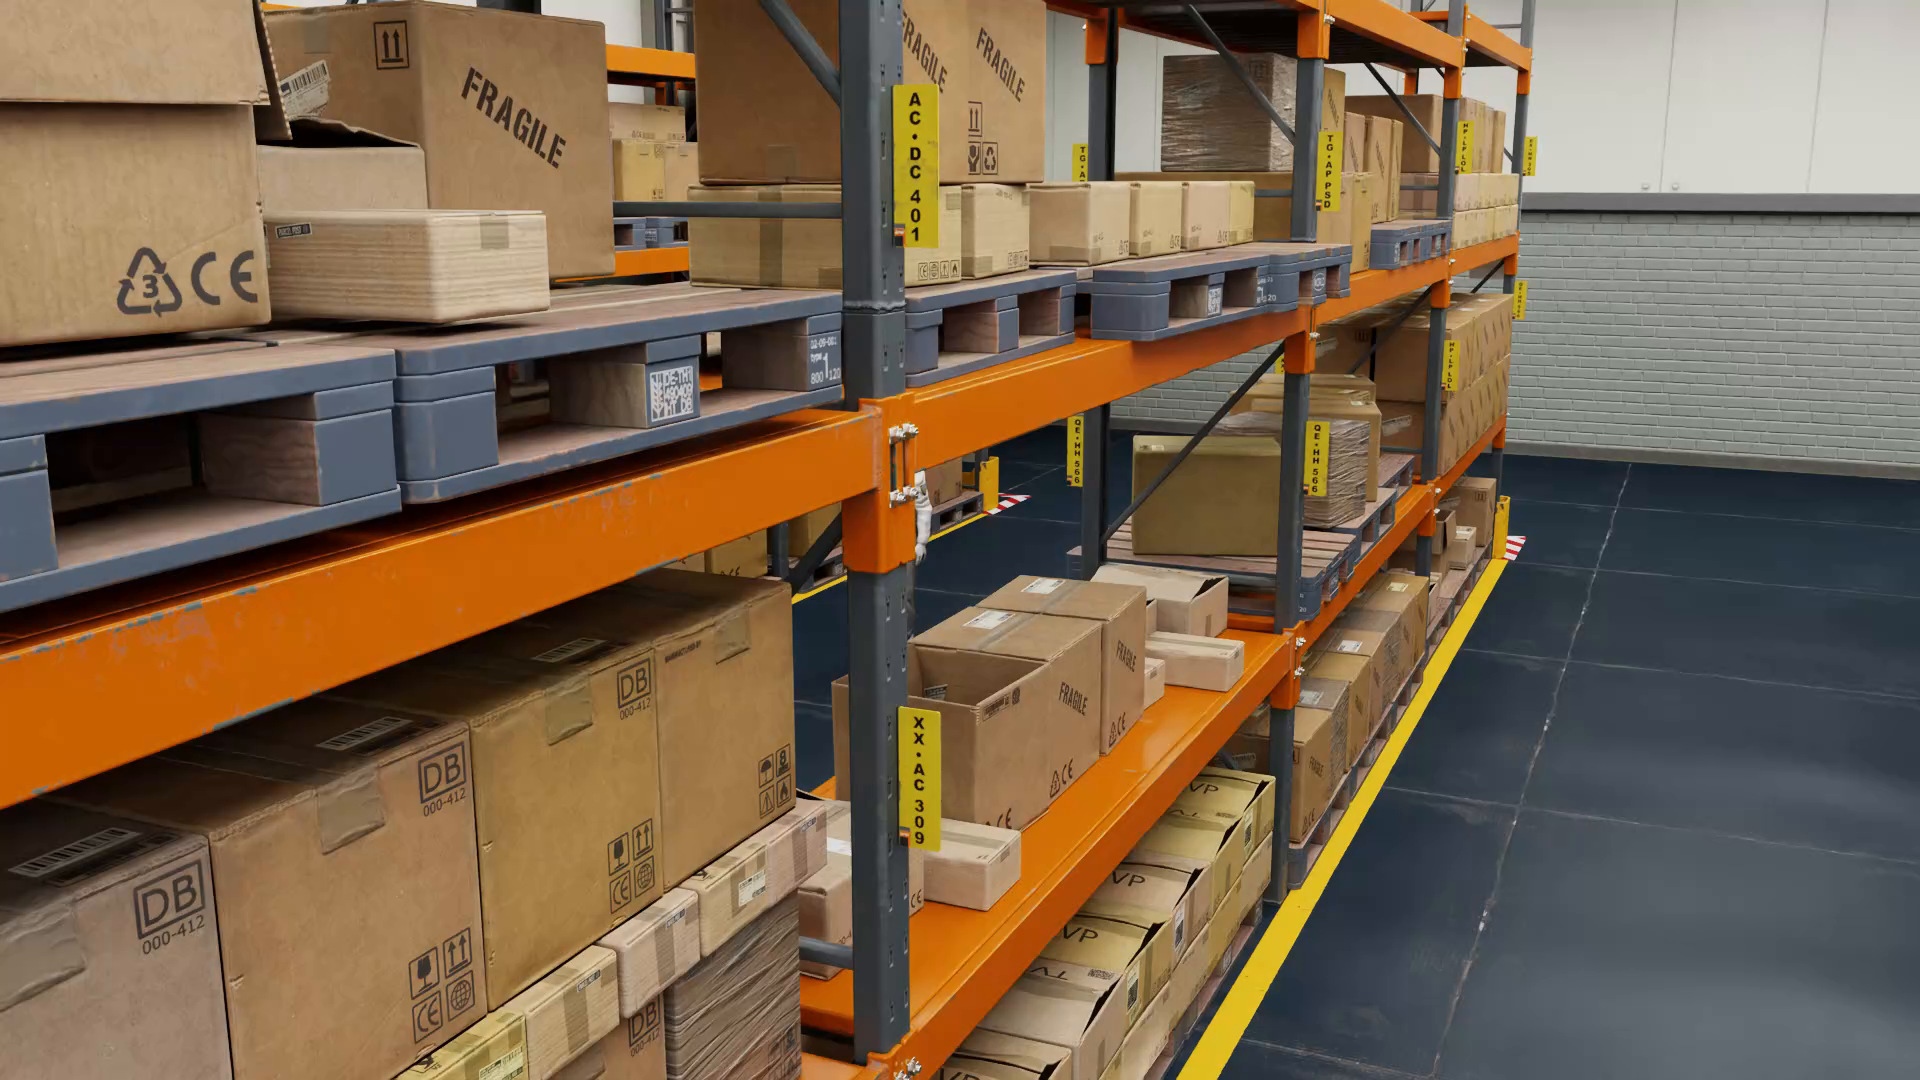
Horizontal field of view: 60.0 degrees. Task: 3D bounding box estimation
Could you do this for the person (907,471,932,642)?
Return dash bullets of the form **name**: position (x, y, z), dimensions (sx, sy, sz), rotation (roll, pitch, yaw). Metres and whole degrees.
- **person**: position (-0.458, 0.015, 11.393), dimensions (0.528, 1.663, 0.408), rotation (5, 13, 23)
